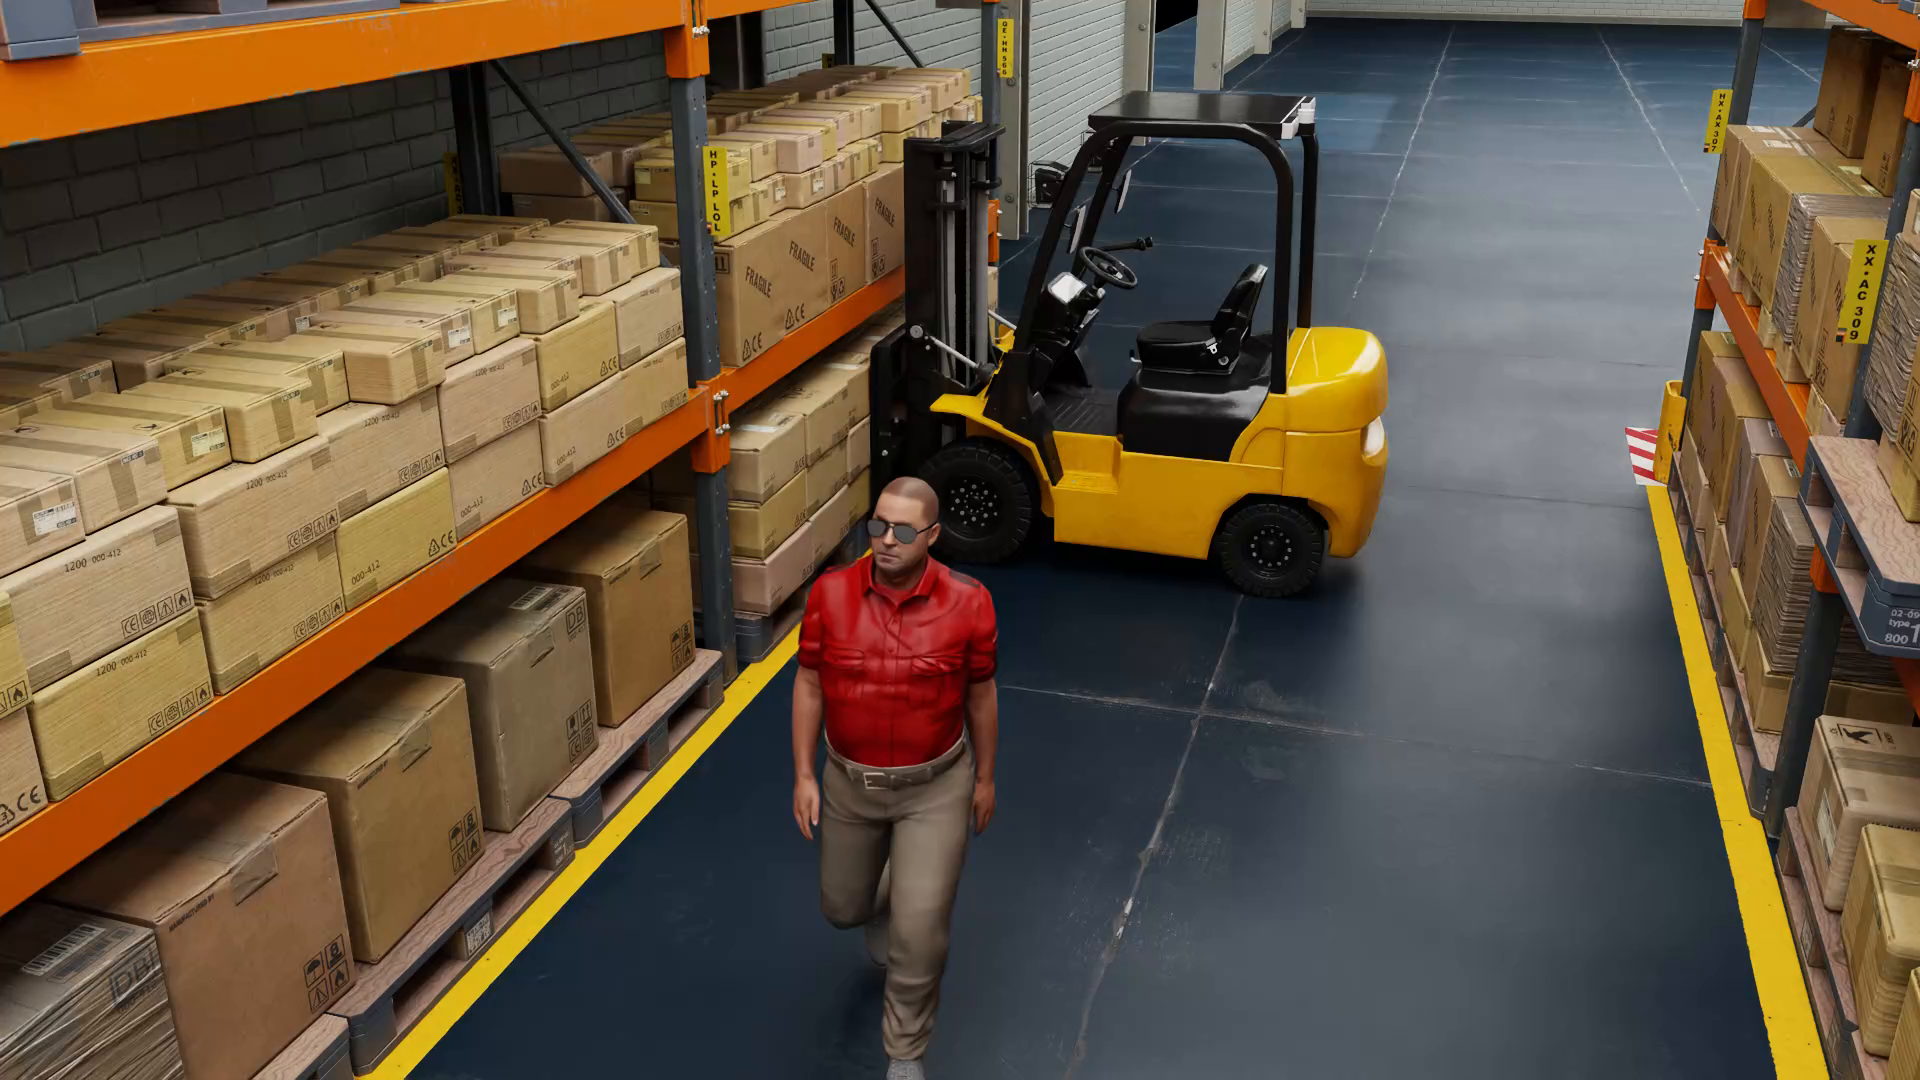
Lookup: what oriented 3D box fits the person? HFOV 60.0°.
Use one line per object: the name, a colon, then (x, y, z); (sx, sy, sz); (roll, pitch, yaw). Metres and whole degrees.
person: (-0.177, 0.632, 4.513); (0.546, 1.685, 0.863); (4, 22, 10)
